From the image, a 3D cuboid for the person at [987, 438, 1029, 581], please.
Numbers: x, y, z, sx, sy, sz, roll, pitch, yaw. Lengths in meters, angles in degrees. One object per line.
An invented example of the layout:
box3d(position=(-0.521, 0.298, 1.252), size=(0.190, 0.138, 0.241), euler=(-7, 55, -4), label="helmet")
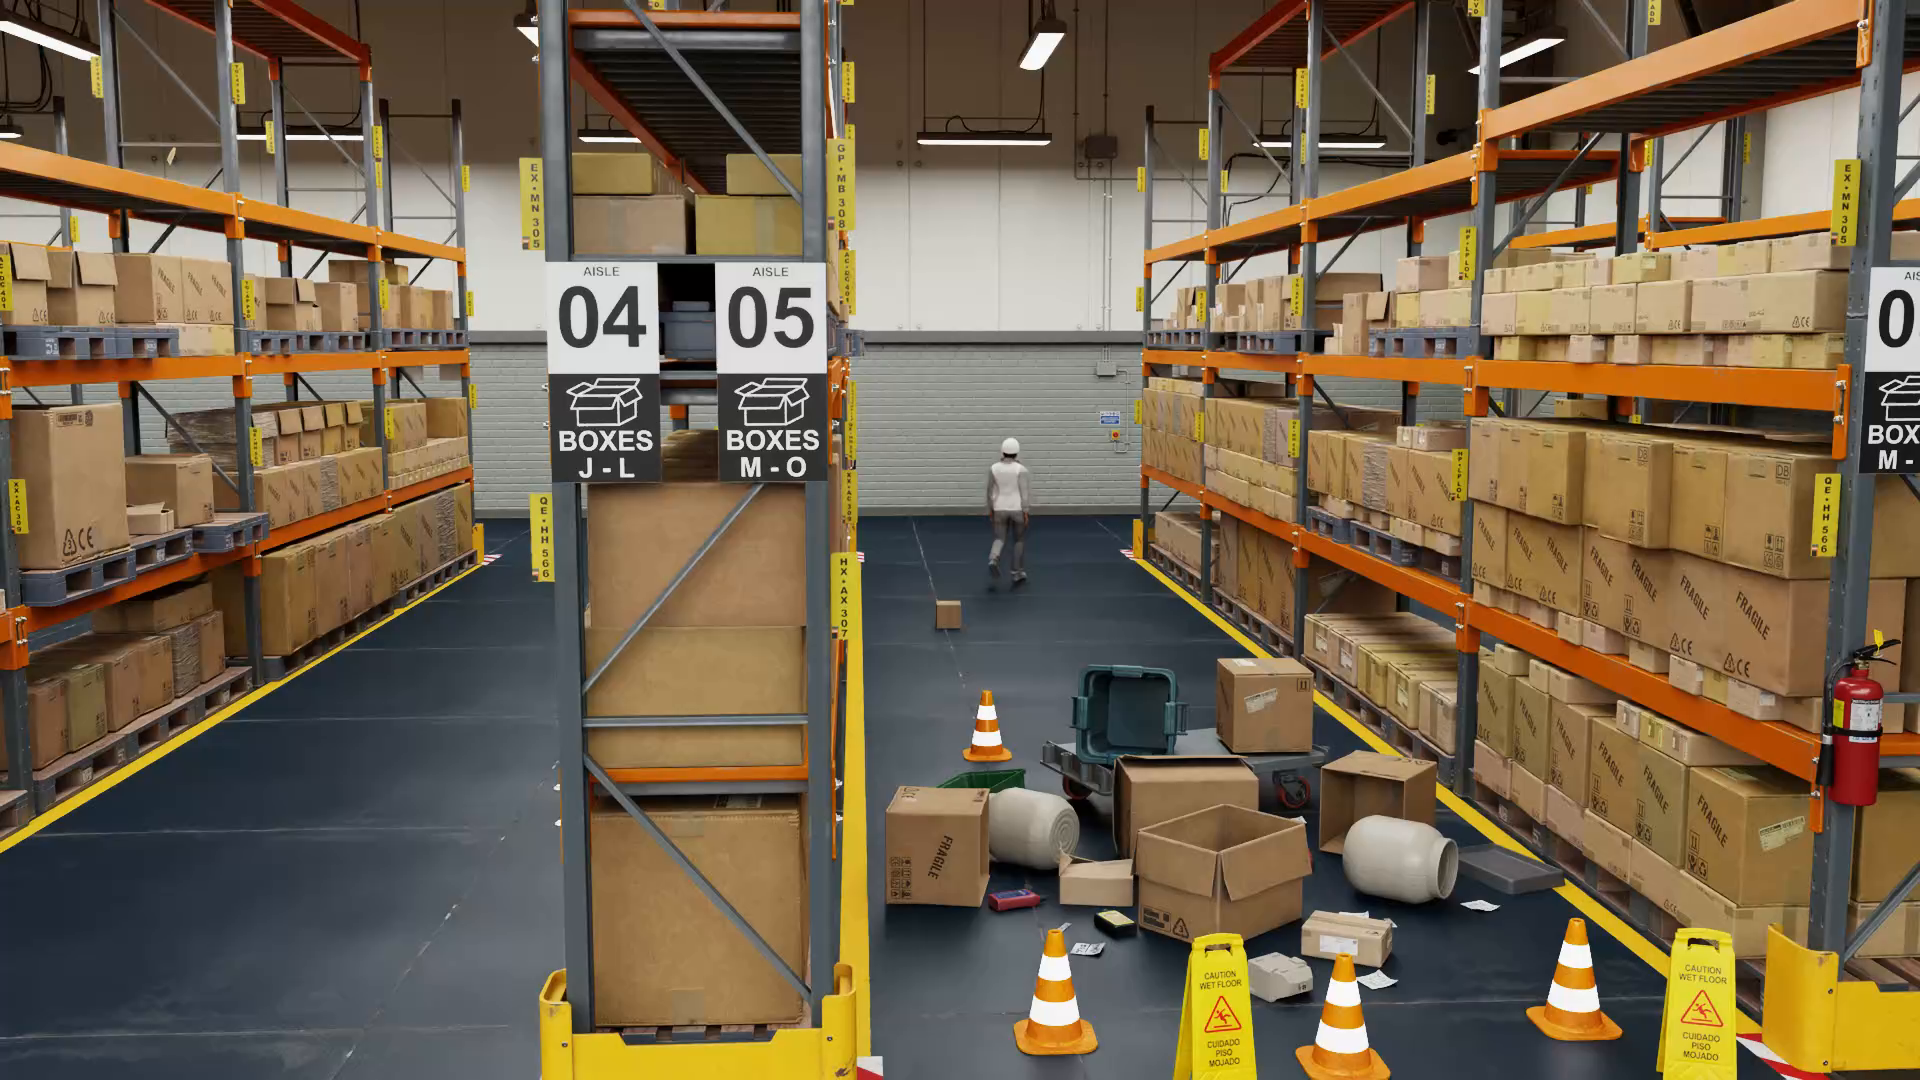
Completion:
box3d(position=(0.581, -0.361, 20.086), size=(0.544, 1.749, 0.794), euler=(2, 7, 19), label="person")
